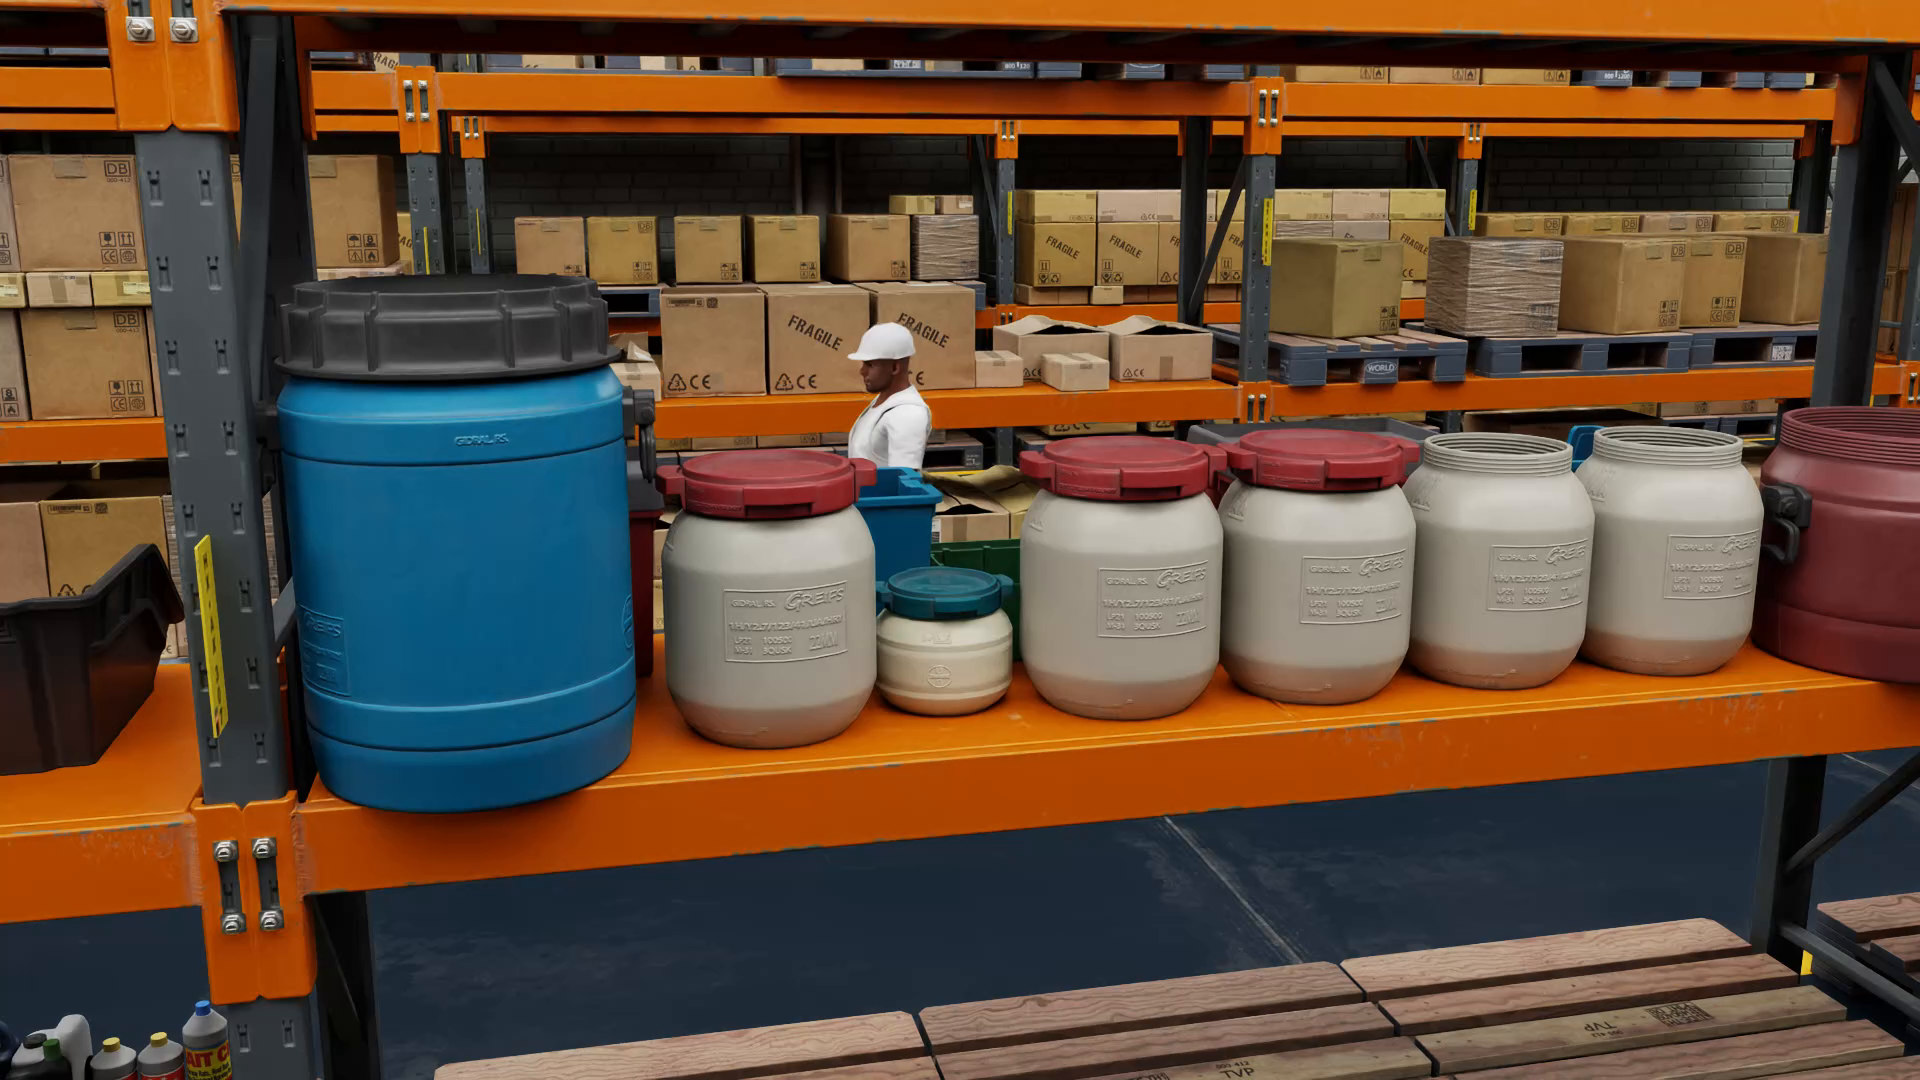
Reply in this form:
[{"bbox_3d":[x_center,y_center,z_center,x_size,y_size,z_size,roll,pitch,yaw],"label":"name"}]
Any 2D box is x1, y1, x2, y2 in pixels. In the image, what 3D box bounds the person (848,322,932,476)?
[{"bbox_3d":[-0.312,-0.049,7.144,0.364,1.763,0.566,-3,13,-12],"label":"person"}]
